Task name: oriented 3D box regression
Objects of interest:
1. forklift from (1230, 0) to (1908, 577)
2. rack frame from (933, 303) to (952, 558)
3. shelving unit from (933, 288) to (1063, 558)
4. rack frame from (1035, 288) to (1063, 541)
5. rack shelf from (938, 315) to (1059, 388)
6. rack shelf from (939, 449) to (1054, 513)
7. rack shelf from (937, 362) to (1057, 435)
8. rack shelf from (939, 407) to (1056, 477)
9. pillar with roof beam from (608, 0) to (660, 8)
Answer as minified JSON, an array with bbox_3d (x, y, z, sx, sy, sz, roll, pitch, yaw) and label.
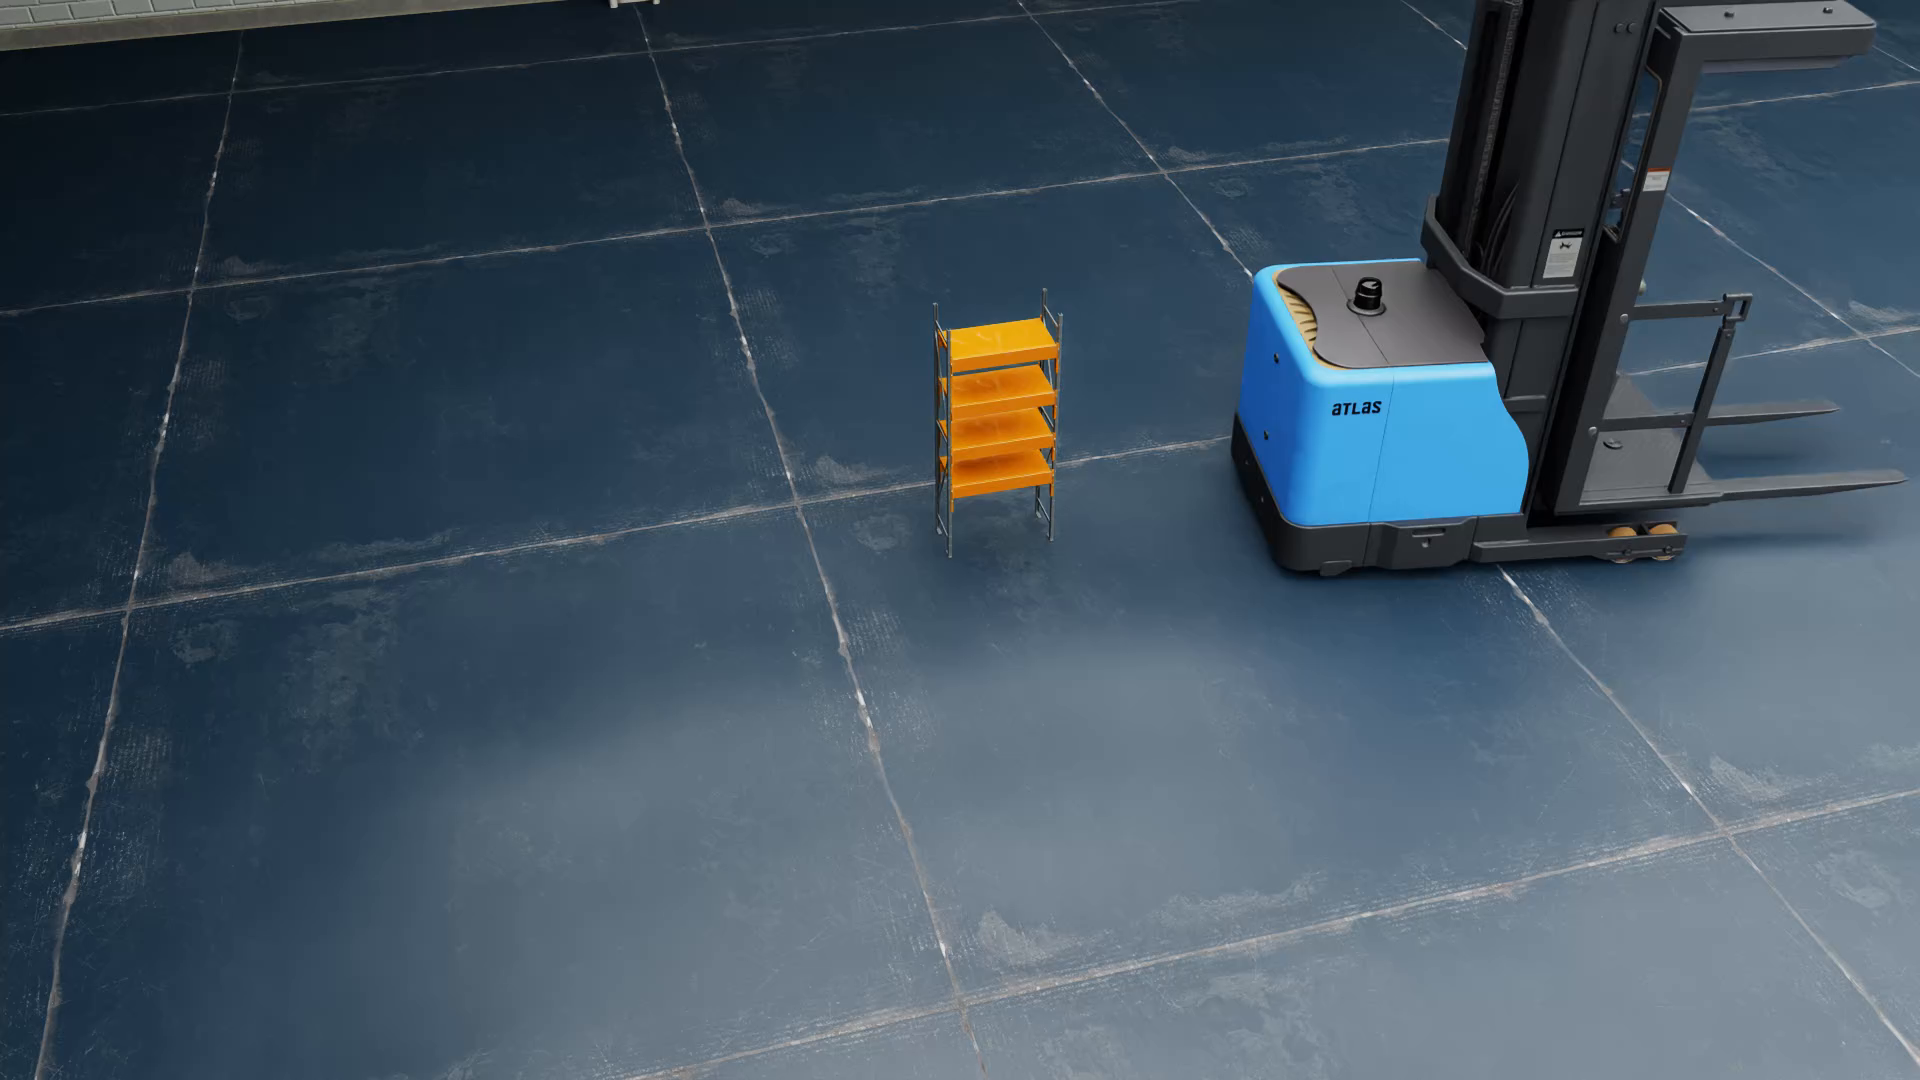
[{"bbox_3d":[2.885,-1.375,7.136,3.031,2.935,1.130,-4,38,-5],"label":"forklift"},{"bbox_3d":[-0.076,-0.464,7.369,0.015,1.200,0.240,-9,38,-12],"label":"rack frame"},{"bbox_3d":[0.160,-0.503,7.420,0.503,1.200,0.258,-9,38,-12],"label":"shelving unit"},{"bbox_3d":[0.395,-0.541,7.470,0.015,1.200,0.240,-9,38,-12],"label":"rack frame"},{"bbox_3d":[0.160,-0.815,7.181,0.480,0.148,0.258,-9,38,-12],"label":"rack shelf"},{"bbox_3d":[0.160,-0.292,7.581,0.480,0.148,0.258,-9,38,-12],"label":"rack shelf"},{"bbox_3d":[0.160,-0.627,7.325,0.480,0.148,0.258,-9,38,-12],"label":"rack shelf"},{"bbox_3d":[0.160,-0.449,7.461,0.480,0.148,0.258,-9,38,-12],"label":"rack shelf"},{"bbox_3d":[-1.527,-5.434,7.448,0.400,9.000,9.100,-9,38,-12],"label":"pillar with roof beam"}]
